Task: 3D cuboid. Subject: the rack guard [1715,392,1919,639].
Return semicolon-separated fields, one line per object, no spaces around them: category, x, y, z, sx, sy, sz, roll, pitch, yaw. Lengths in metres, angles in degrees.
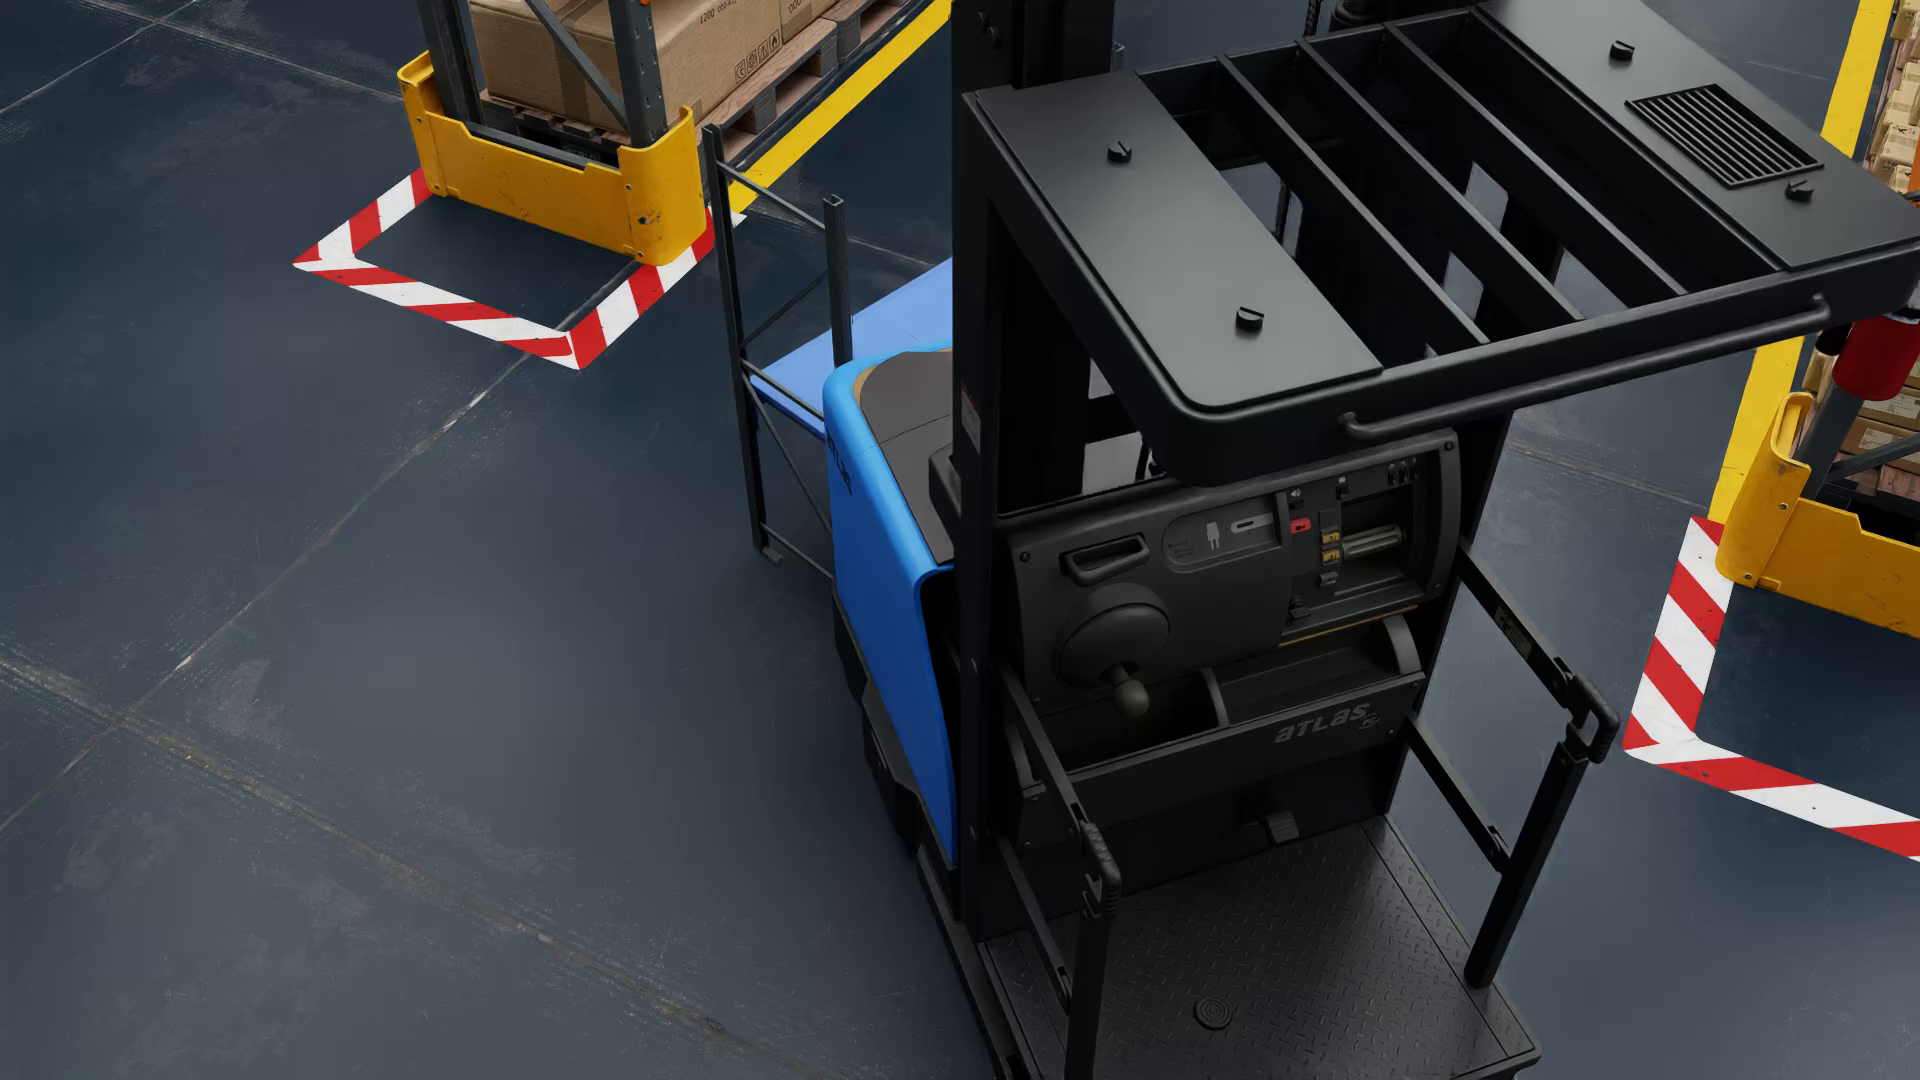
rack guard;2.923;0.016;4.883;1.175;0.500;0.348;20;49;19

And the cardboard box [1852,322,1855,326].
cardboard box;3.049;-0.638;5.272;0.380;0.149;0.250;19;48;18

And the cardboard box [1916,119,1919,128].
cardboard box;3.556;-1.390;5.806;0.380;0.149;0.250;19;48;18

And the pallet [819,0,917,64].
pallet;-0.675;-2.700;7.770;1.003;0.211;1.213;20;49;19

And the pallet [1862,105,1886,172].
pallet;3.899;-1.148;6.236;1.003;0.211;1.213;20;49;19

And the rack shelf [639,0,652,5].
rack shelf;-0.615;-3.392;7.000;1.077;0.370;4.000;20;49;19

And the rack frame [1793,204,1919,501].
rack frame;2.887;-0.815;3.946;1.000;3.000;0.127;20;49;19

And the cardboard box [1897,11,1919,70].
cardboard box;4.098;-2.015;6.842;0.380;0.149;0.250;20;49;19

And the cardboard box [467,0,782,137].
cardboard box;-1.326;-2.081;6.704;0.875;0.438;0.875;19;48;18

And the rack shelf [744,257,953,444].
rack shelf;-0.104;-0.522;4.965;0.538;0.185;1.000;35;55;30

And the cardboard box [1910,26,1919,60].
cardboard box;3.855;-1.906;6.315;0.380;0.149;0.250;21;49;20

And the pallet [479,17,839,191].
pallet;-1.242;-1.935;7.014;1.003;0.211;1.213;20;49;19

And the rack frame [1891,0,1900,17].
rack frame;4.744;-3.335;6.437;1.000;3.000;0.127;20;49;19

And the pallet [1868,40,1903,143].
pallet;4.464;-1.920;6.999;1.003;0.211;1.213;20;49;19

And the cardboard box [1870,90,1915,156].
cardboard box;3.587;-1.488;6.112;0.380;0.149;0.250;21;49;19

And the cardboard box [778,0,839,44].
cardboard box;-0.909;-2.660;7.277;0.875;0.438;0.875;22;49;20

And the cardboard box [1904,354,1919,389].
cardboard box;2.909;-0.586;5.012;0.380;0.149;0.250;21;49;19

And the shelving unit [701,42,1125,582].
shelving unit;-0.104;-0.649;4.837;0.538;1.500;1.048;35;55;30

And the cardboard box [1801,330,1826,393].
cardboard box;2.977;-0.556;5.400;0.380;0.149;0.250;22;49;20

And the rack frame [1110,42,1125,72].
rack frame;0.254;-0.906;5.091;0.500;1.500;0.032;35;55;30

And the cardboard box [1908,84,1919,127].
cardboard box;3.653;-1.565;5.978;0.380;0.149;0.250;21;49;19

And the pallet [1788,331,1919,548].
pallet;3.331;-0.382;5.480;1.003;0.211;1.213;20;49;19

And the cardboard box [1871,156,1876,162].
cardboard box;3.724;-1.526;6.358;0.380;0.149;0.250;19;48;18

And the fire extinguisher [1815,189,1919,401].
fire extinguisher;2.362;-0.650;4.100;0.296;0.674;0.183;20;49;19

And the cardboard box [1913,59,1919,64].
cardboard box;4.024;-1.839;6.668;0.380;0.149;0.250;19;48;18

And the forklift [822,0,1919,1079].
forklift;0.615;0.156;3.035;1.130;2.935;3.031;-14;47;-14

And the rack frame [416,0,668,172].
rack frame;-1.544;-2.385;5.499;1.000;3.000;0.127;20;49;19

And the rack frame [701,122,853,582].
rack frame;-0.462;-0.392;4.583;0.500;1.500;0.032;35;55;30

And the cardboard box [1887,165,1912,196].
cardboard box;3.260;-1.073;5.492;0.380;0.149;0.250;19;48;18

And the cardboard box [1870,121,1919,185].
cardboard box;3.336;-1.261;5.678;0.380;0.149;0.250;22;49;20

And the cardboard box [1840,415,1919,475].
cardboard box;2.947;-0.361;5.207;0.380;0.149;0.250;21;49;20

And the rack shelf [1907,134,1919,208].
rack shelf;3.816;-1.822;5.447;1.077;0.370;4.000;20;49;19

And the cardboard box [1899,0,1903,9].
cardboard box;4.291;-2.357;7.179;0.380;0.149;0.250;18;48;17

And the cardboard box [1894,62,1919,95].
cardboard box;3.724;-1.635;6.257;0.380;0.149;0.250;20;49;19

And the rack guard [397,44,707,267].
rack guard;-1.555;-1.492;6.373;1.175;0.500;0.348;20;49;19

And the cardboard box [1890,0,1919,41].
cardboard box;4.167;-2.189;7.014;0.380;0.149;0.250;22;49;20

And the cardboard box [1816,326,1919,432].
cardboard box;2.880;-0.491;5.127;0.380;0.149;0.250;19;48;18
